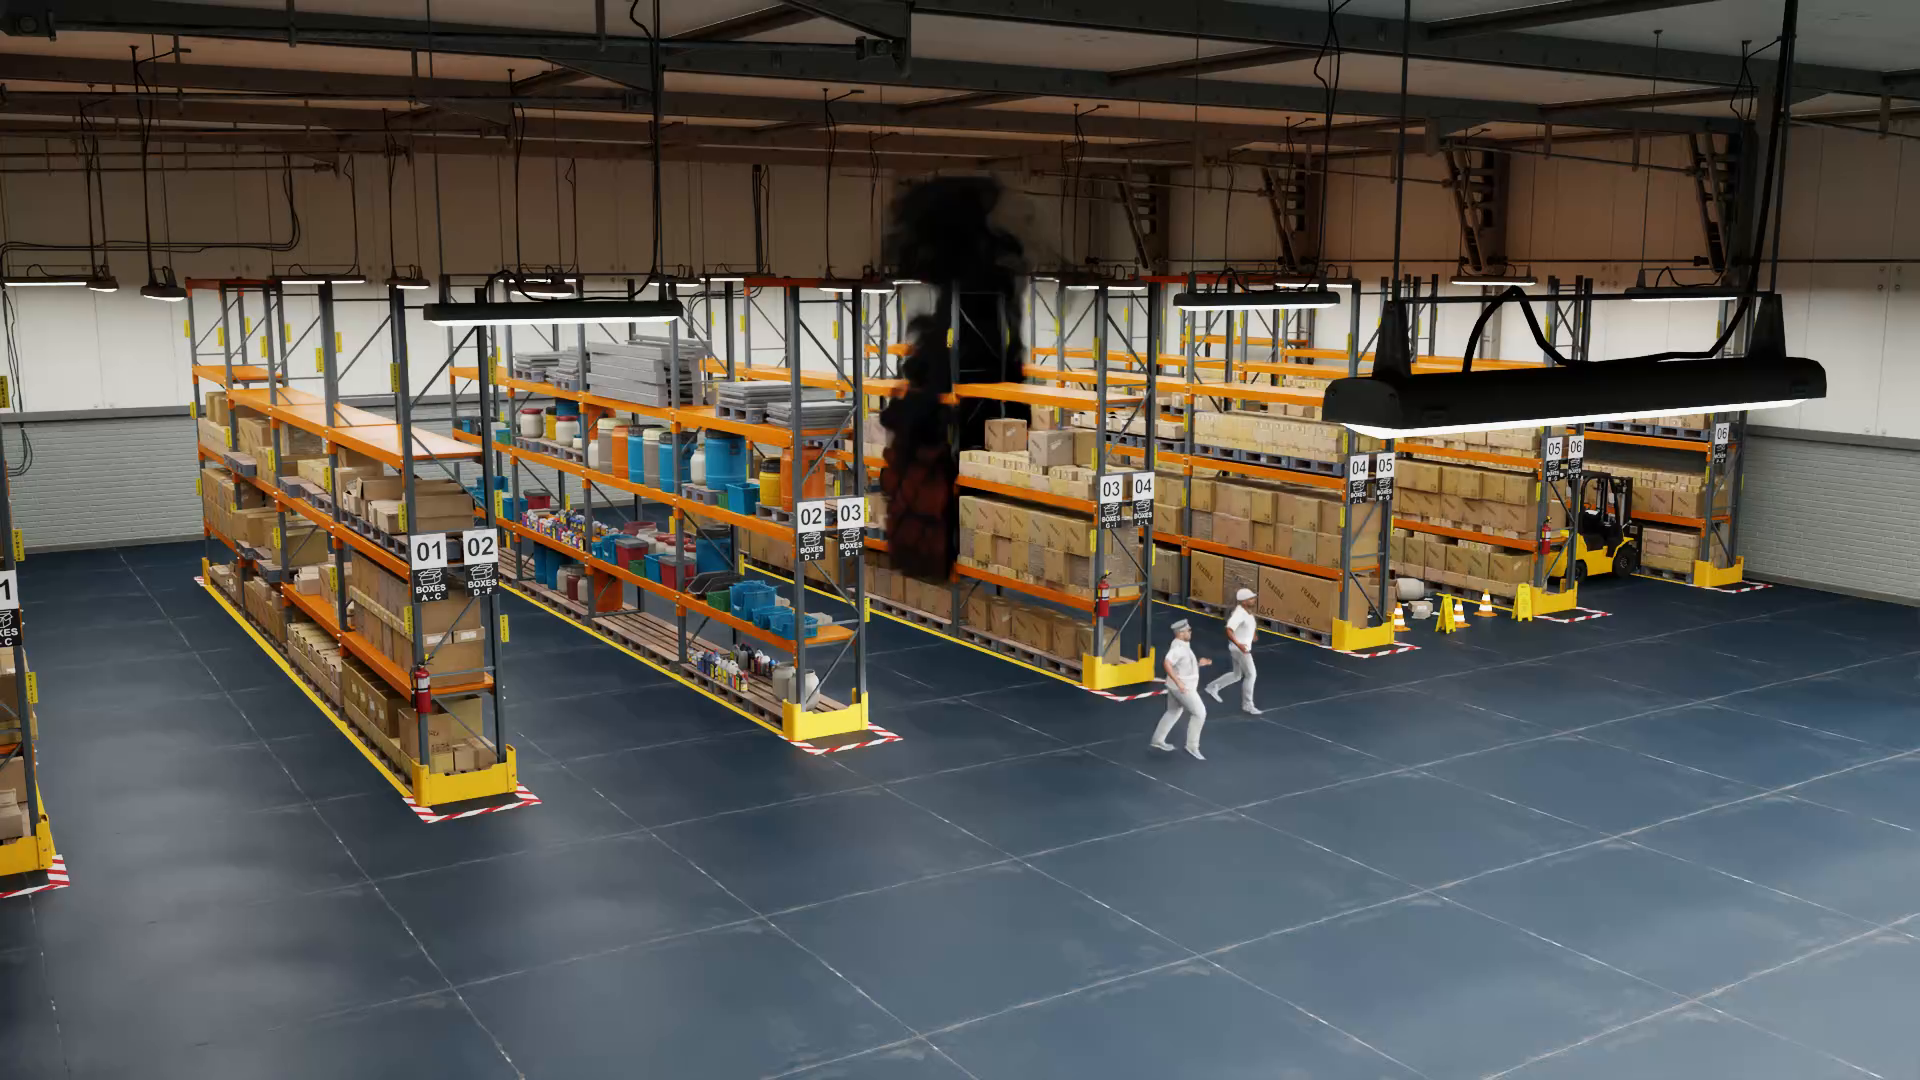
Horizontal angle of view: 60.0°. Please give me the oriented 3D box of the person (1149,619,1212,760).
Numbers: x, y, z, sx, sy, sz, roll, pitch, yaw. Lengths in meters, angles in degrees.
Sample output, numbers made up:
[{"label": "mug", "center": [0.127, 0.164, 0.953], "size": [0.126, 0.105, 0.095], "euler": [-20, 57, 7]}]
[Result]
[{"label": "person", "center": [2.844, 1.922, 21.328], "size": [0.781, 1.856, 0.637], "euler": [-1, 10, -5]}]

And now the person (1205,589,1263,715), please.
[{"label": "person", "center": [3.893, 1.556, 23.500], "size": [0.835, 1.792, 0.699], "euler": [2, 10, 13]}]

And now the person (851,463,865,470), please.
[{"label": "person", "center": [-2.506, -1.382, 41.776], "size": [0.798, 1.553, 0.629], "euler": [-9, 13, -44]}]

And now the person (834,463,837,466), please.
[{"label": "person", "center": [-2.913, -1.014, 39.158], "size": [0.595, 1.624, 0.549], "euler": [-2, 10, -10]}]
